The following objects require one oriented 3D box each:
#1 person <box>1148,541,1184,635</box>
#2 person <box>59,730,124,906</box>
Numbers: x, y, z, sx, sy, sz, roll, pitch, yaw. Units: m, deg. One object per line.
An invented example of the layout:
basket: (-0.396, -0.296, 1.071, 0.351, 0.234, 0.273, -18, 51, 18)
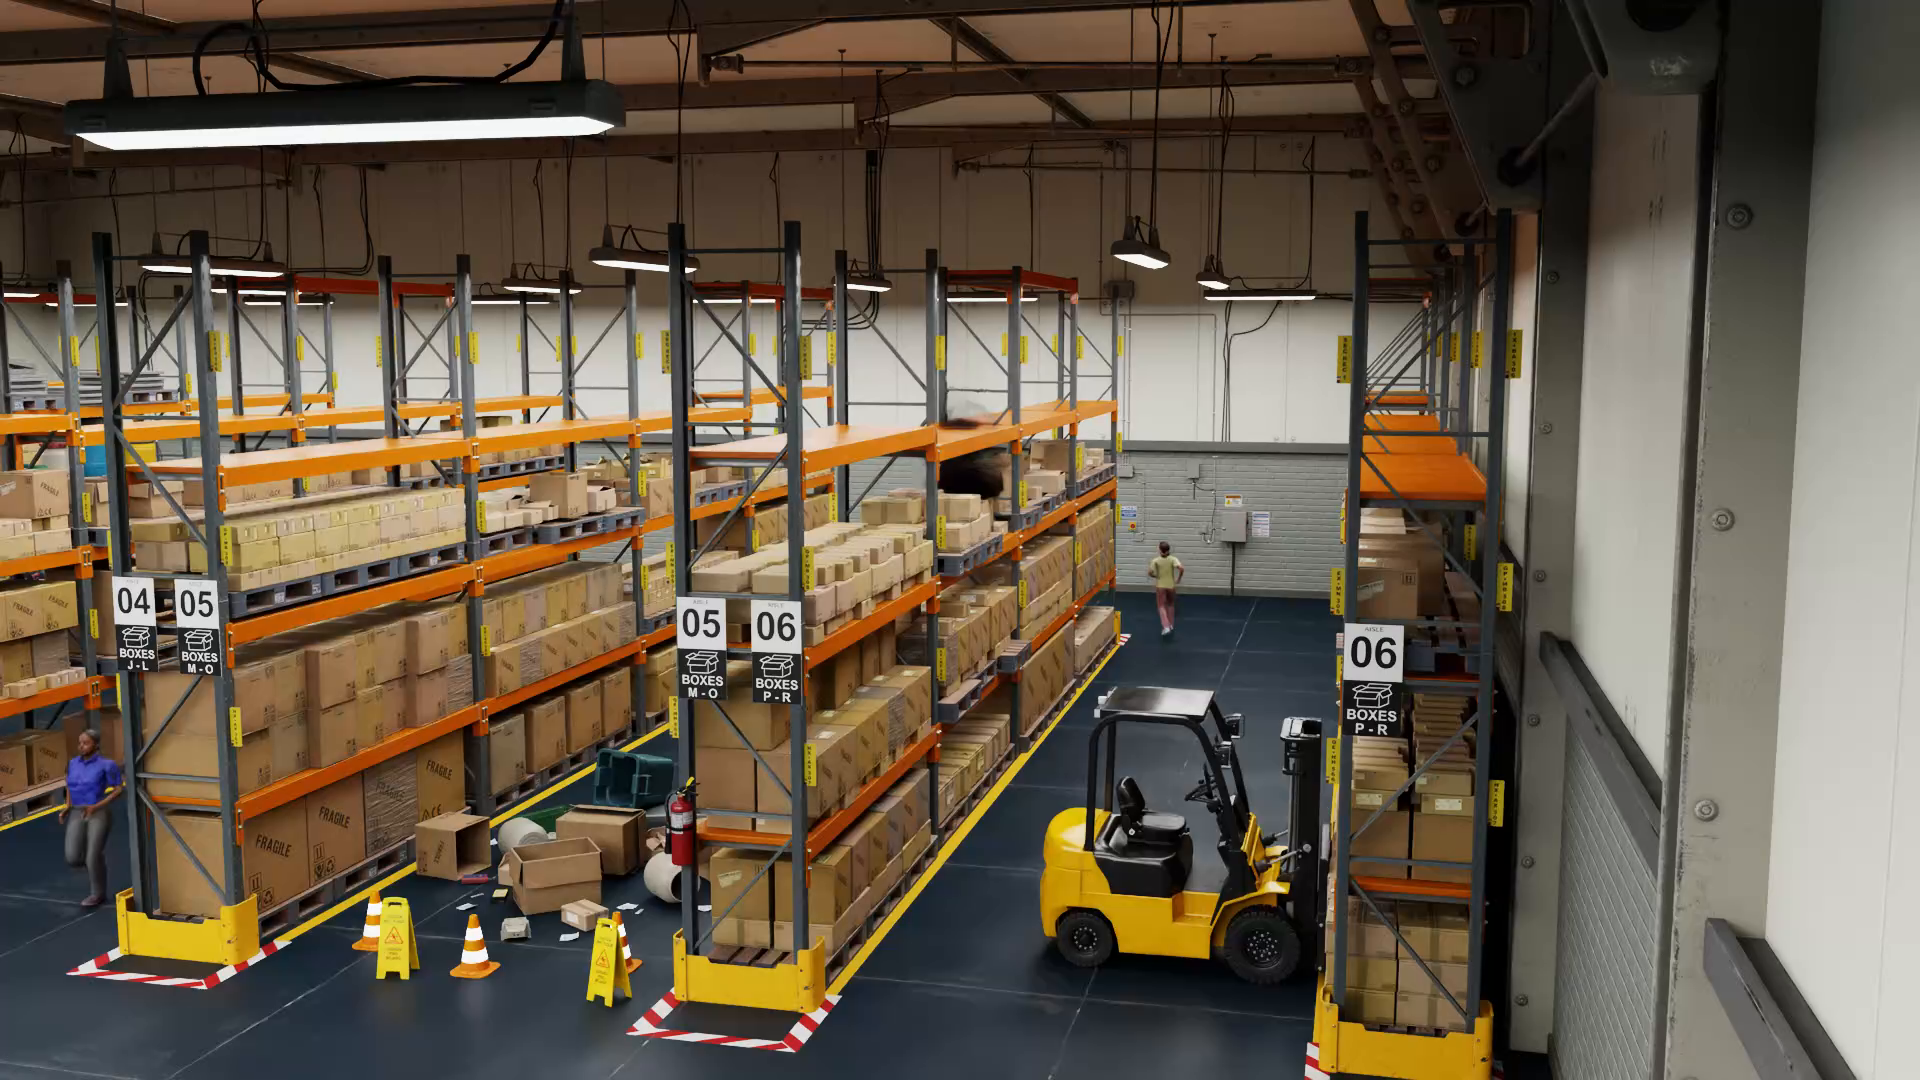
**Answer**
person: (3.533, 0.840, 28.731, 0.594, 1.666, 0.925, 0, 7, -3)
person: (-7.931, 2.528, 15.185, 0.574, 1.603, 0.561, 1, 7, 4)
